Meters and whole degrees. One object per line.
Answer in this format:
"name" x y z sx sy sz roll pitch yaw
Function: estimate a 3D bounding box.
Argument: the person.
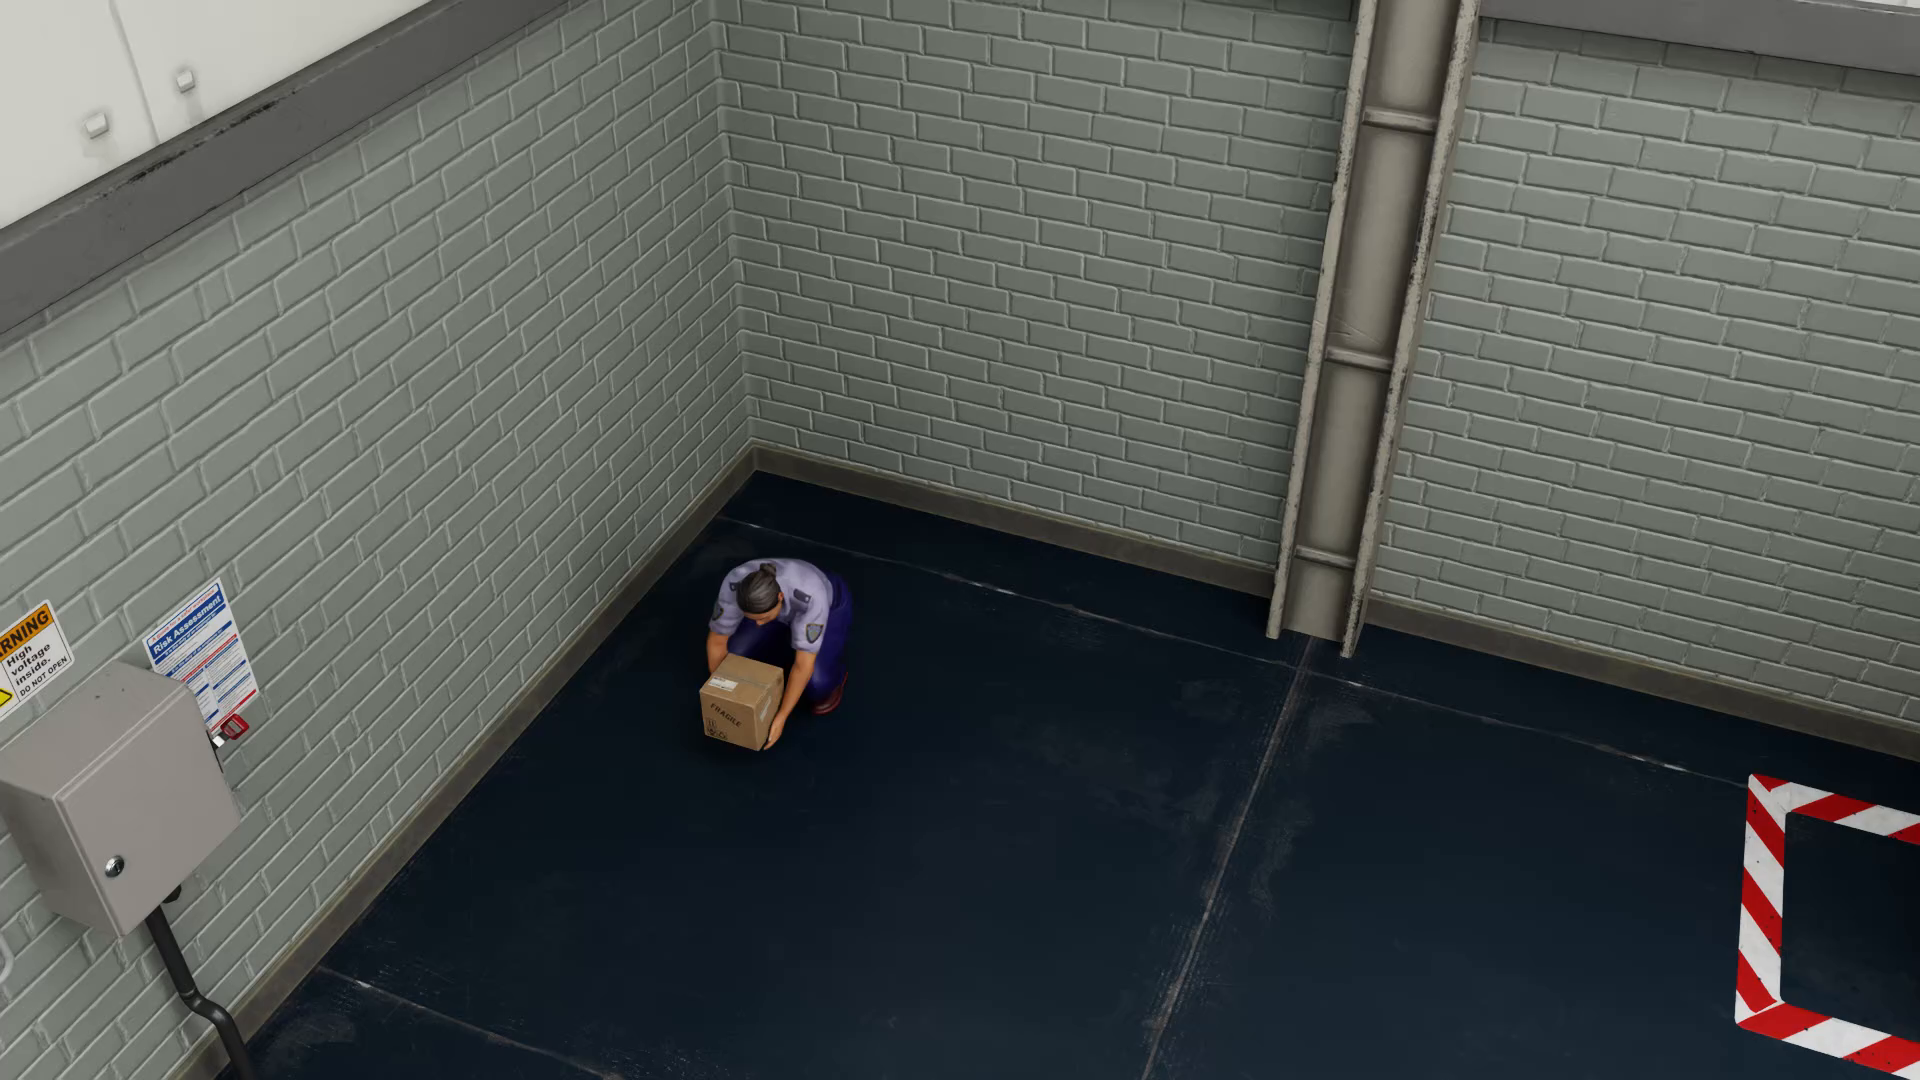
"person" -0.754 0.364 6.963 0.530 0.923 0.839 14 40 18
